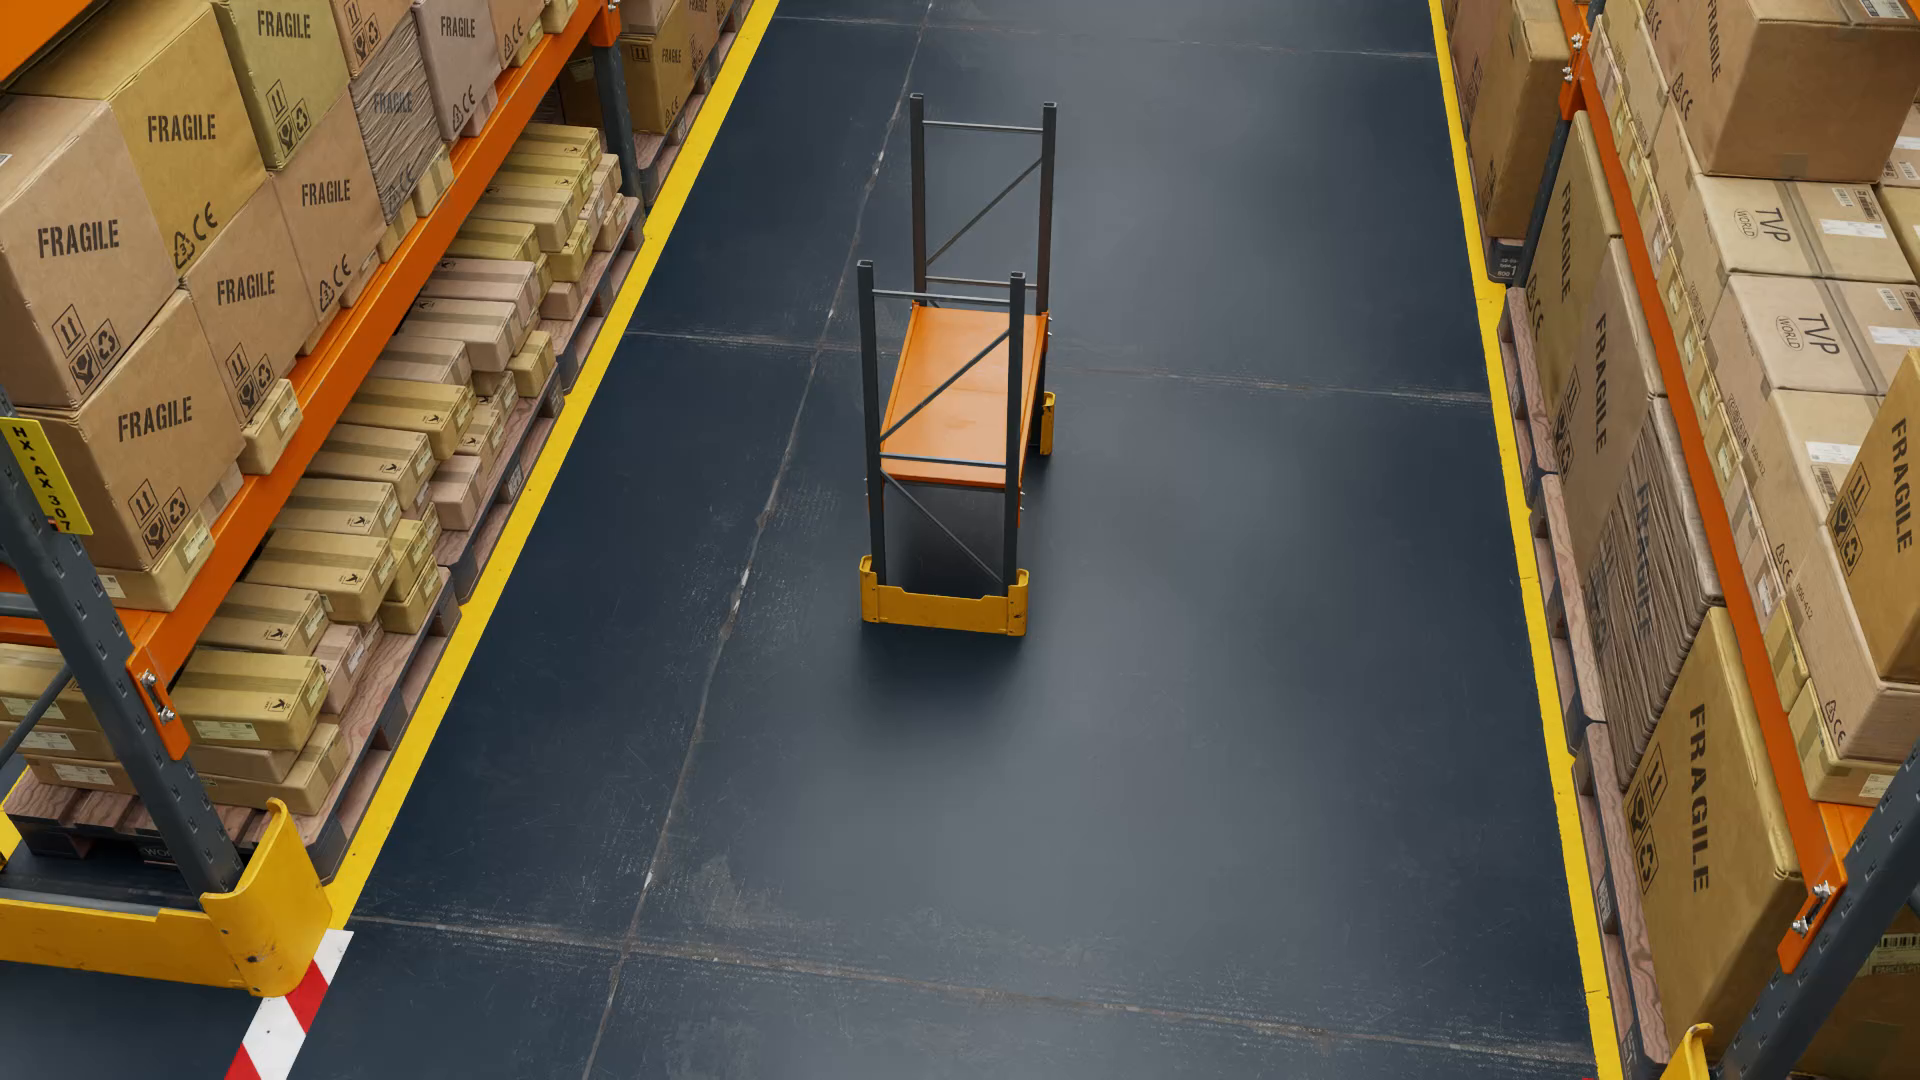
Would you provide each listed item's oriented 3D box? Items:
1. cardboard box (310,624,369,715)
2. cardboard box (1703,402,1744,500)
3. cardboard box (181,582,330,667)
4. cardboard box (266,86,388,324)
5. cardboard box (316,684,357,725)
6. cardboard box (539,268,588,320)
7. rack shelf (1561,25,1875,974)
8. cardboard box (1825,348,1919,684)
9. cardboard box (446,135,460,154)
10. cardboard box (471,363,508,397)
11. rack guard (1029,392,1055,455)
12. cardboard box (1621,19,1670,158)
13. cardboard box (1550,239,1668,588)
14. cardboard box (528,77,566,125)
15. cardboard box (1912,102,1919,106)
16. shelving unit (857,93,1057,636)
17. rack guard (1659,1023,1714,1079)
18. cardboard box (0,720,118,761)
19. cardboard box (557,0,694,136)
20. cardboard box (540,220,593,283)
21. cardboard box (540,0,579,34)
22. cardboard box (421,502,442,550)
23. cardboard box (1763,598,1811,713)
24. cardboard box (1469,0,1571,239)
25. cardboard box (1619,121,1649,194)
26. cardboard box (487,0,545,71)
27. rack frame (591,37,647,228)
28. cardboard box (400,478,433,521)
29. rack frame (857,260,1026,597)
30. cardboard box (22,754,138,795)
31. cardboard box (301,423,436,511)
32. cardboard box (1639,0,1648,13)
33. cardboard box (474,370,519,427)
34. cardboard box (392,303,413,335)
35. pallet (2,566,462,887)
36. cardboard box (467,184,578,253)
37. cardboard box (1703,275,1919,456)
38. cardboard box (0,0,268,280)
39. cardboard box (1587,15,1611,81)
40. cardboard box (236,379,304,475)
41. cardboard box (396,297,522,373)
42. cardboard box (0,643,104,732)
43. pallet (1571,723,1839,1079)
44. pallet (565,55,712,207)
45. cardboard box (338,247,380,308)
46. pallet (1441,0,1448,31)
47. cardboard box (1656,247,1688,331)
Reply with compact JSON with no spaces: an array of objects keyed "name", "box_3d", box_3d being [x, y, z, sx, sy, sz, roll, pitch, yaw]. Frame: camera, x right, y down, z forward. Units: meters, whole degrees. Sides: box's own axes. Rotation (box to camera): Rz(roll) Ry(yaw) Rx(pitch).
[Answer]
[{"name":"cardboard box","box_3d":[-2.093,0.390,5.208,0.380,0.149,0.250,5,44,5]},{"name":"cardboard box","box_3d":[2.248,-0.227,4.491,0.380,0.149,0.250,4,44,5]},{"name":"cardboard box","box_3d":[-2.186,0.272,5.116,0.380,0.149,0.250,6,44,6]},{"name":"cardboard box","box_3d":[-2.053,-0.994,4.829,0.500,0.500,0.500,6,44,6]},{"name":"cardboard box","box_3d":[-2.169,0.500,5.309,0.380,0.149,0.250,5,44,5]},{"name":"cardboard box","box_3d":[-1.783,-1.059,6.955,0.380,0.149,0.250,4,44,4]},{"name":"rack shelf","box_3d":[2.658,-0.451,5.068,1.077,0.370,4.000,5,44,6]},{"name":"cardboard box","box_3d":[2.198,-0.031,3.449,0.500,0.500,0.500,6,44,6]},{"name":"cardboard box","box_3d":[-1.958,-1.396,5.726,0.380,0.149,0.250,5,44,5]},{"name":"cardboard box","box_3d":[-1.949,-0.689,6.348,0.380,0.149,0.250,3,44,4]},{"name":"rack guard","box_3d":[0.076,-0.482,6.577,0.587,0.250,0.087,5,44,6]},{"name":"cardboard box","box_3d":[2.530,-1.494,5.539,0.500,0.250,0.500,5,44,5]},{"name":"cardboard box","box_3d":[2.637,-0.401,5.731,0.875,0.875,0.875,5,44,6]},{"name":"cardboard box","box_3d":[-2.132,-2.368,8.081,0.500,0.500,0.500,4,44,5]},{"name":"cardboard box","box_3d":[3.058,-1.452,5.494,0.500,0.250,0.500,6,44,7]},{"name":"shelving unit","box_3d":[0.010,-0.597,5.789,0.587,1.500,1.083,5,44,6]},{"name":"rack guard","box_3d":[2.391,1.574,4.224,1.175,0.500,0.348,5,44,6]},{"name":"cardboard box","box_3d":[-2.722,0.520,5.071,0.380,0.149,0.250,4,44,4]},{"name":"cardboard box","box_3d":[-1.620,-2.320,8.031,0.500,0.500,0.500,7,44,7]},{"name":"cardboard box","box_3d":[-1.748,-1.207,6.895,0.380,0.149,0.250,4,44,4]},{"name":"cardboard box","box_3d":[-1.712,-2.103,6.472,0.380,0.149,0.250,4,44,4]},{"name":"cardboard box","box_3d":[-2.062,-0.017,5.854,0.380,0.149,0.250,5,44,6]},{"name":"cardboard box","box_3d":[2.147,0.292,3.943,0.380,0.149,0.250,6,44,6]},{"name":"cardboard box","box_3d":[2.987,-1.895,7.309,1.225,0.875,0.875,5,44,6]},{"name":"cardboard box","box_3d":[2.452,-1.275,5.598,0.380,0.149,0.250,4,44,4]},{"name":"cardboard box","box_3d":[-1.834,-2.031,5.924,0.500,0.500,0.500,4,44,4]},{"name":"rack frame","box_3d":[-1.981,-2.595,6.809,1.000,3.000,0.127,5,44,6]},{"name":"cardboard box","box_3d":[-2.066,-0.139,5.767,0.380,0.149,0.250,3,44,3]},{"name":"rack frame","box_3d":[-0.056,-0.256,5.430,0.500,1.500,0.032,5,44,6]},{"name":"cardboard box","box_3d":[-2.646,0.636,5.165,0.380,0.149,0.250,6,44,6]},{"name":"cardboard box","box_3d":[-2.029,-0.252,5.670,0.380,0.149,0.250,7,44,7]},{"name":"cardboard box","box_3d":[2.606,-2.098,5.632,0.500,0.500,0.500,5,44,6]},{"name":"cardboard box","box_3d":[-1.933,-0.537,6.404,0.380,0.149,0.250,6,44,6]},{"name":"cardboard box","box_3d":[-2.385,-0.884,6.553,0.380,0.149,0.250,7,44,7]},{"name":"pallet","box_3d":[-2.357,0.541,5.525,1.003,0.211,1.213,5,44,6]},{"name":"cardboard box","box_3d":[-1.790,-1.315,6.792,0.380,0.149,0.250,5,44,5]},{"name":"cardboard box","box_3d":[2.329,-0.450,4.436,0.500,0.250,0.500,4,44,4]},{"name":"cardboard box","box_3d":[-2.126,-1.003,4.111,0.500,0.500,0.500,6,44,7]},{"name":"cardboard box","box_3d":[2.554,-1.813,6.166,0.380,0.149,0.250,5,44,6]},{"name":"cardboard box","box_3d":[-2.060,-0.325,4.594,0.380,0.149,0.250,4,44,4]},{"name":"cardboard box","box_3d":[-1.869,-0.767,6.214,0.380,0.149,0.250,4,44,4]},{"name":"cardboard box","box_3d":[-2.691,0.414,4.967,0.380,0.149,0.250,6,44,6]},{"name":"pallet","box_3d":[2.422,1.111,4.923,1.003,0.211,1.213,5,44,6]},{"name":"pallet","box_3d":[-1.879,-2.114,8.329,1.003,0.211,1.213,5,44,6]},{"name":"cardboard box","box_3d":[-2.041,-0.862,5.162,0.380,0.149,0.250,4,44,5]},{"name":"pallet","box_3d":[3.272,-3.259,9.538,1.003,0.211,1.213,5,44,6]},{"name":"cardboard box","box_3d":[2.349,-0.751,5.044,0.380,0.149,0.250,4,44,4]}]
